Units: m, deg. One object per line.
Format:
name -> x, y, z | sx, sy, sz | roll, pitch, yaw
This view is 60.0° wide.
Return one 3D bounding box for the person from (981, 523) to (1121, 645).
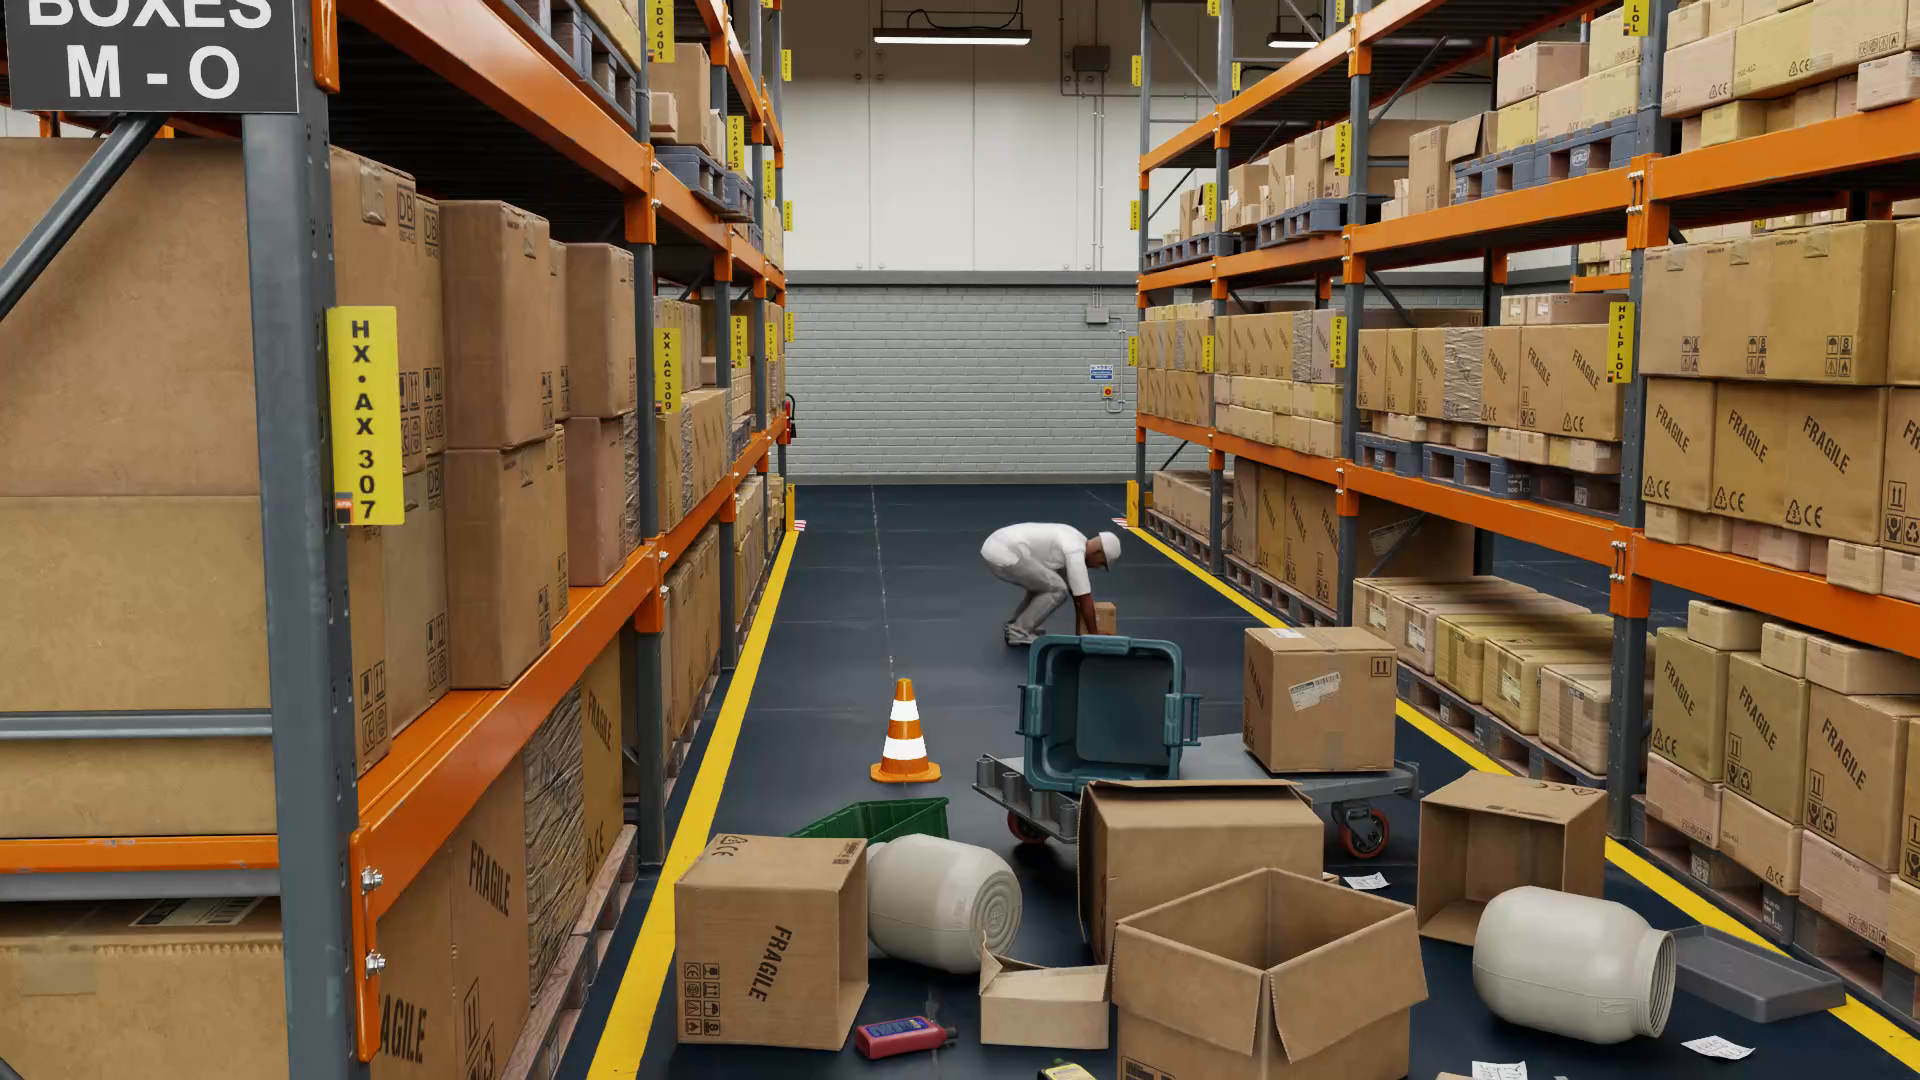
person -> 0.639, 0.304, 11.615 | 0.980, 0.850, 0.518 | -1, 7, -6
